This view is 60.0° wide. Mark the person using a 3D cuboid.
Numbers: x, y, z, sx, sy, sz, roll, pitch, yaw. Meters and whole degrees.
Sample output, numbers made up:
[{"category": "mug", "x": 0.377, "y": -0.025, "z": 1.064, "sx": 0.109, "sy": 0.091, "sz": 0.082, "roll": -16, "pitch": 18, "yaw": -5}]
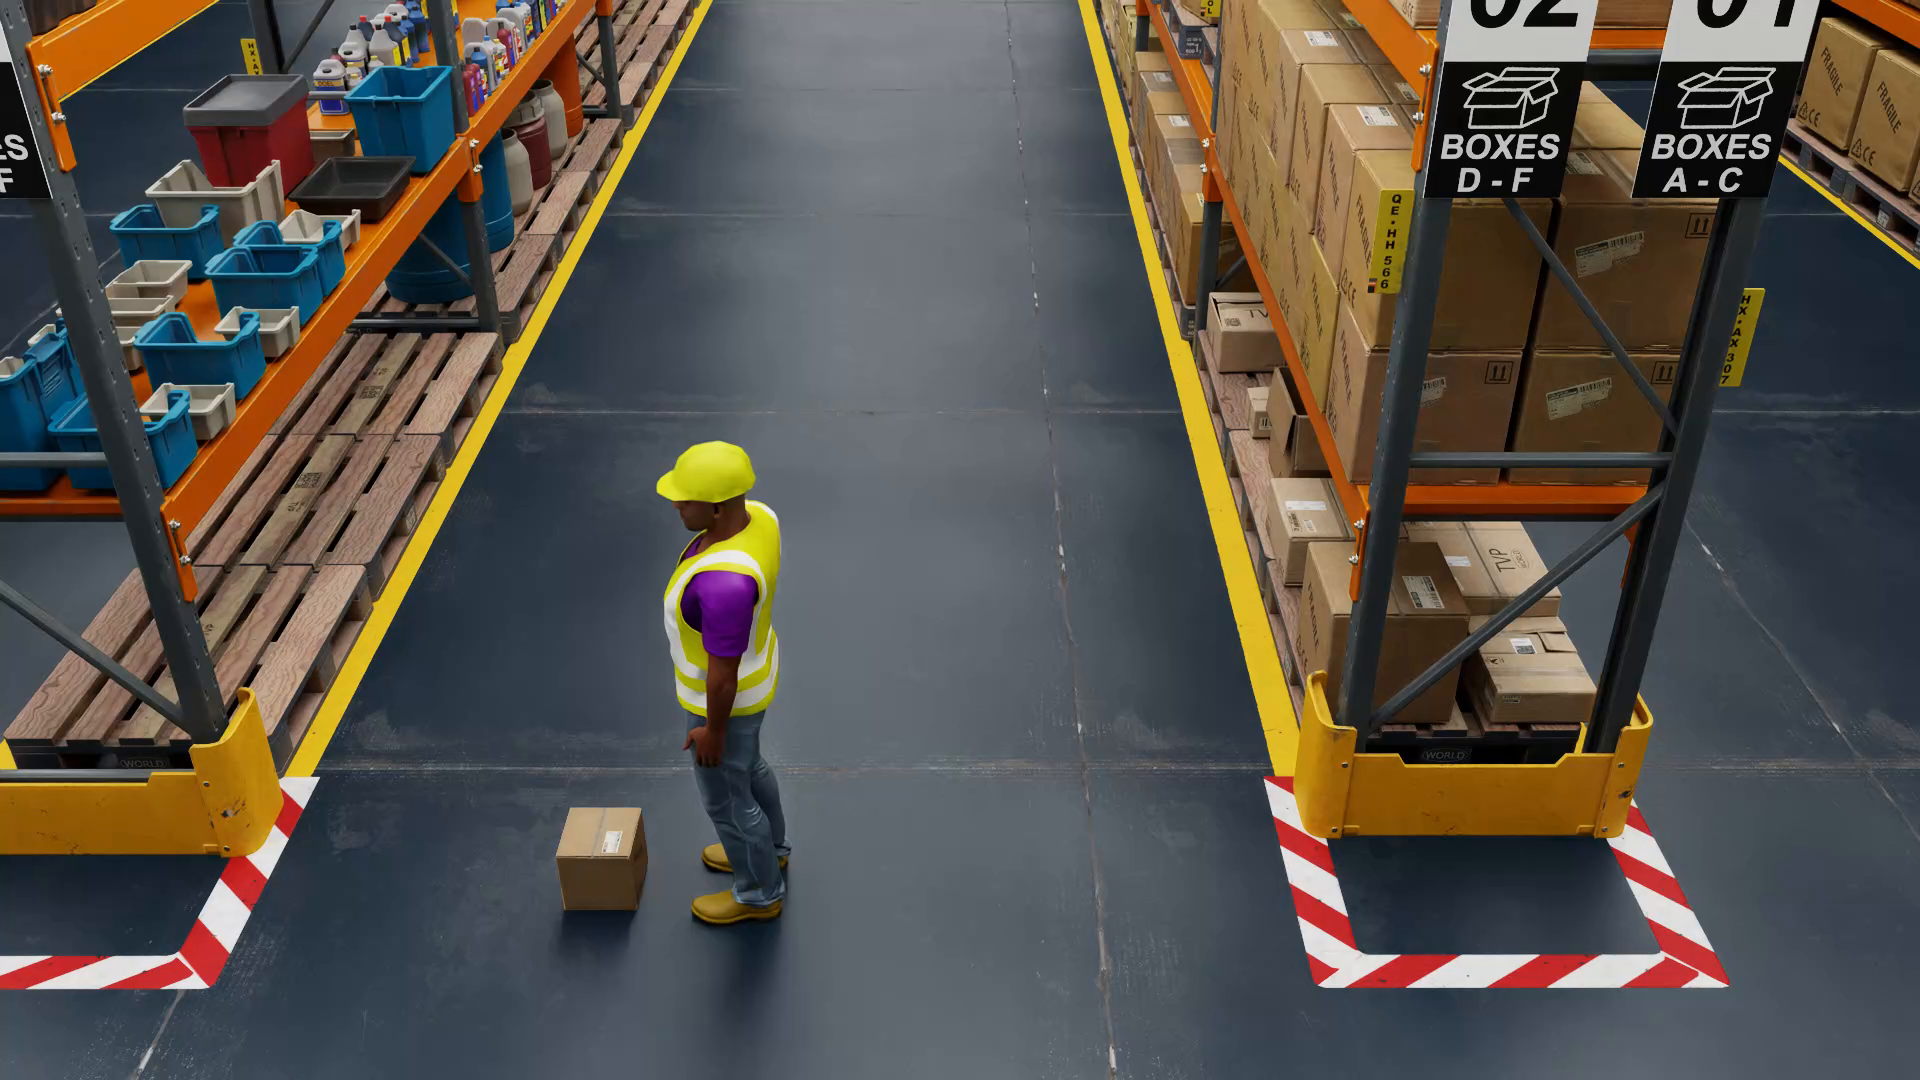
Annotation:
[{"category": "person", "x": -1.916, "y": -3.469, "z": 11.806, "sx": 2.992, "sy": 1.762, "sz": 15.653, "roll": 1, "pitch": 31, "yaw": 1}]
